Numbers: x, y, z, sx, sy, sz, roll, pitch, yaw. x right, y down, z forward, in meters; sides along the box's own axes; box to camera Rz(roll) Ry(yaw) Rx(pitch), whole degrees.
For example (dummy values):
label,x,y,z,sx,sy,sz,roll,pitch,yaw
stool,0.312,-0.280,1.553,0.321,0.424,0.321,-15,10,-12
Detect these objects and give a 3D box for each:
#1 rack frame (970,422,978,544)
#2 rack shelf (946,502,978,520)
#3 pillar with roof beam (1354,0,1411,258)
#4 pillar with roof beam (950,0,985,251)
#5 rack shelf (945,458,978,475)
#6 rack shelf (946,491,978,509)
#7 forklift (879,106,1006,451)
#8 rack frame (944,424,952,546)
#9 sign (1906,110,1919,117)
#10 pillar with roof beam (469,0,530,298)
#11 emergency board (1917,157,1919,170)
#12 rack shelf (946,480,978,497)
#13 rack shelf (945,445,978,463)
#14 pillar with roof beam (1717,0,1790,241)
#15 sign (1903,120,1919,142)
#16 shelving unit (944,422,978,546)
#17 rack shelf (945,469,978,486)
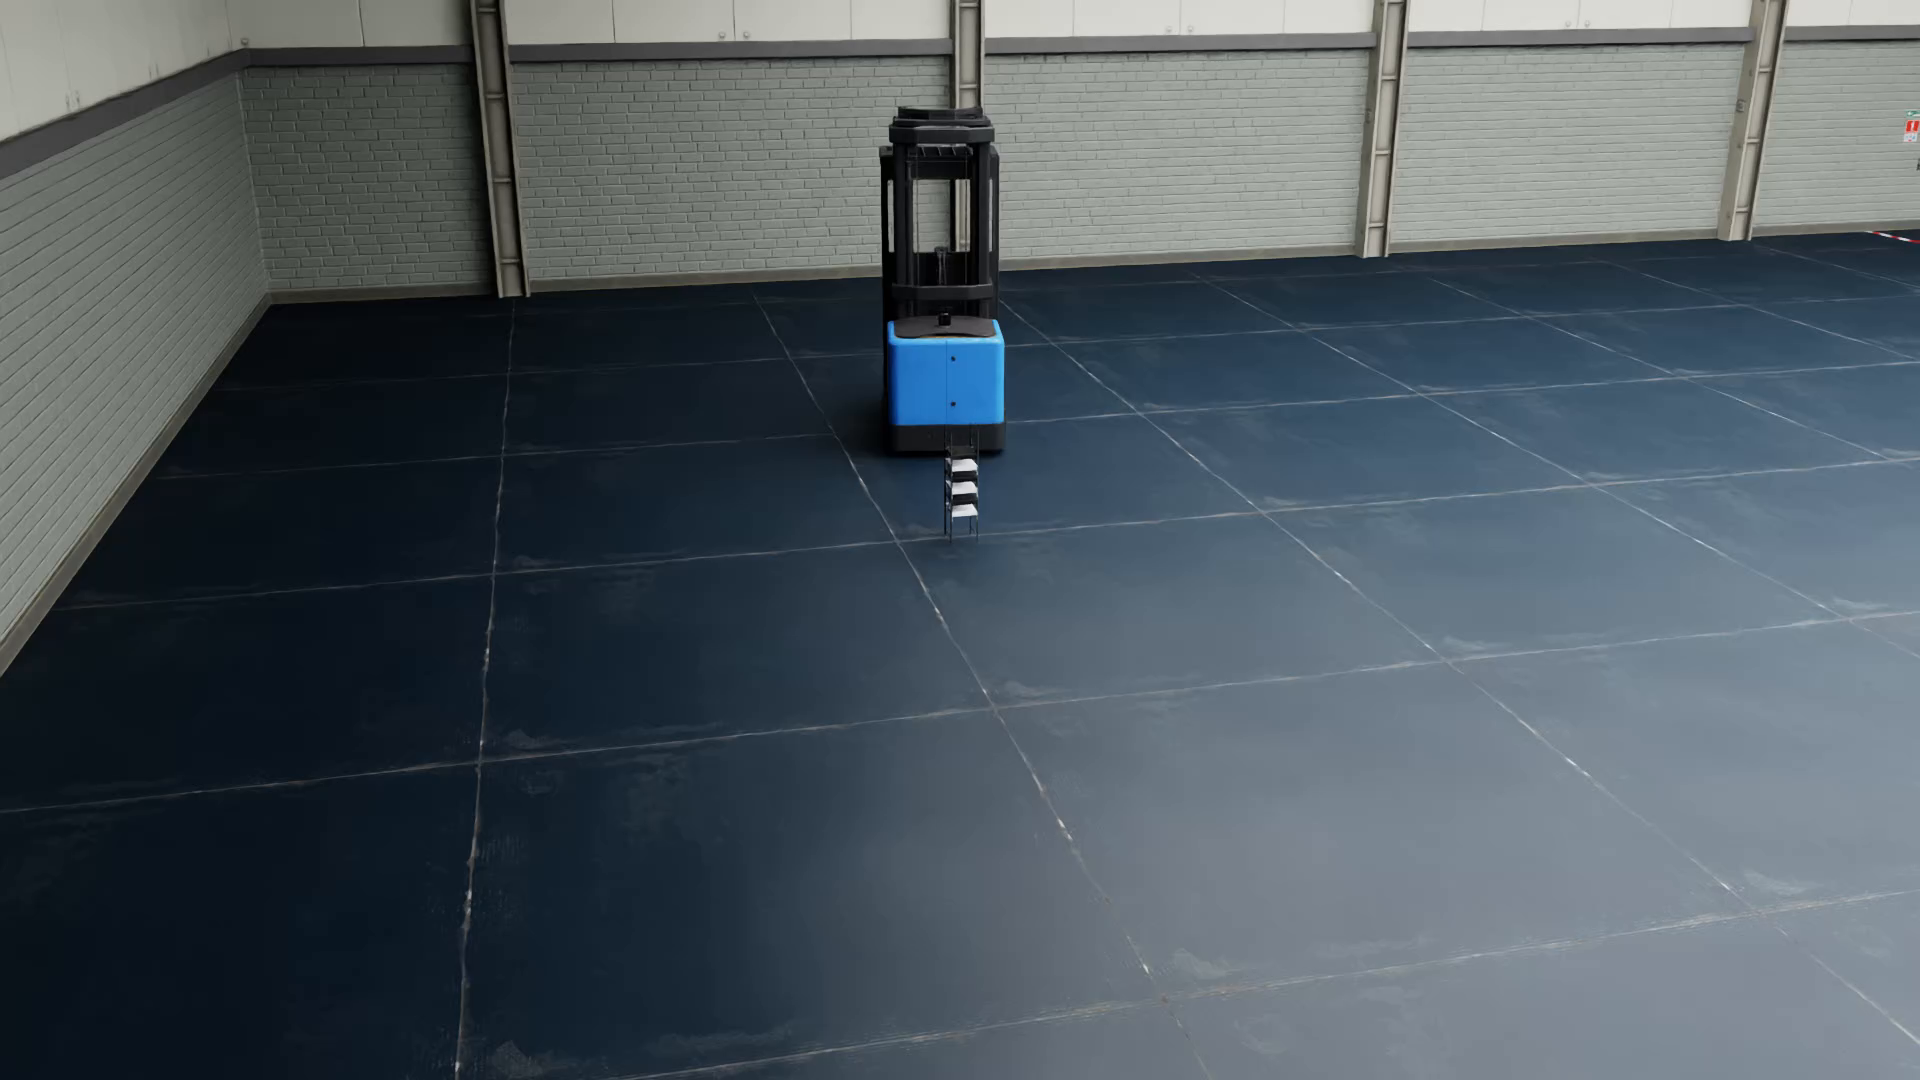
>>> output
label,x,y,z,sx,sy,sz,roll,pitch,yaw
rack frame,0.107,-0.431,12.684,0.006,0.900,0.240,-5,21,-12
rack shelf,0.008,-0.223,12.735,0.200,0.077,0.258,-5,21,-12
pillar with roof beam,6.925,-6.892,18.547,0.400,9.000,9.100,-5,21,-12
pillar with roof beam,1.086,-6.417,17.250,0.400,9.000,9.100,-5,21,-12
rack shelf,0.008,-0.561,12.611,0.200,0.077,0.258,-5,21,-12
rack shelf,0.008,-0.307,12.704,0.200,0.077,0.258,-5,21,-12
forklift,-0.197,-2.623,15.714,1.130,2.935,3.031,-1,20,-3
rack frame,-0.091,-0.415,12.640,0.006,0.900,0.240,-5,21,-12
sign,14.644,-6.537,25.476,0.331,0.109,0.001,-5,21,-12
pillar with roof beam,-4.753,-5.942,15.954,0.400,9.000,9.100,-5,21,-12
emergency board,15.186,-6.289,25.621,0.626,1.169,0.157,-5,21,-12
rack shelf,0.008,-0.392,12.673,0.200,0.077,0.258,-5,21,-12
rack shelf,0.008,-0.645,12.580,0.200,0.077,0.258,-5,21,-12
pillar with roof beam,12.764,-7.367,19.843,0.400,9.000,9.100,-5,21,-12
sign,14.637,-6.291,25.575,0.234,0.329,0.001,-5,21,-12
shelving unit,0.008,-0.423,12.662,0.210,0.900,0.258,-5,21,-12
rack shelf,0.008,-0.476,12.642,0.200,0.077,0.258,-5,21,-12
